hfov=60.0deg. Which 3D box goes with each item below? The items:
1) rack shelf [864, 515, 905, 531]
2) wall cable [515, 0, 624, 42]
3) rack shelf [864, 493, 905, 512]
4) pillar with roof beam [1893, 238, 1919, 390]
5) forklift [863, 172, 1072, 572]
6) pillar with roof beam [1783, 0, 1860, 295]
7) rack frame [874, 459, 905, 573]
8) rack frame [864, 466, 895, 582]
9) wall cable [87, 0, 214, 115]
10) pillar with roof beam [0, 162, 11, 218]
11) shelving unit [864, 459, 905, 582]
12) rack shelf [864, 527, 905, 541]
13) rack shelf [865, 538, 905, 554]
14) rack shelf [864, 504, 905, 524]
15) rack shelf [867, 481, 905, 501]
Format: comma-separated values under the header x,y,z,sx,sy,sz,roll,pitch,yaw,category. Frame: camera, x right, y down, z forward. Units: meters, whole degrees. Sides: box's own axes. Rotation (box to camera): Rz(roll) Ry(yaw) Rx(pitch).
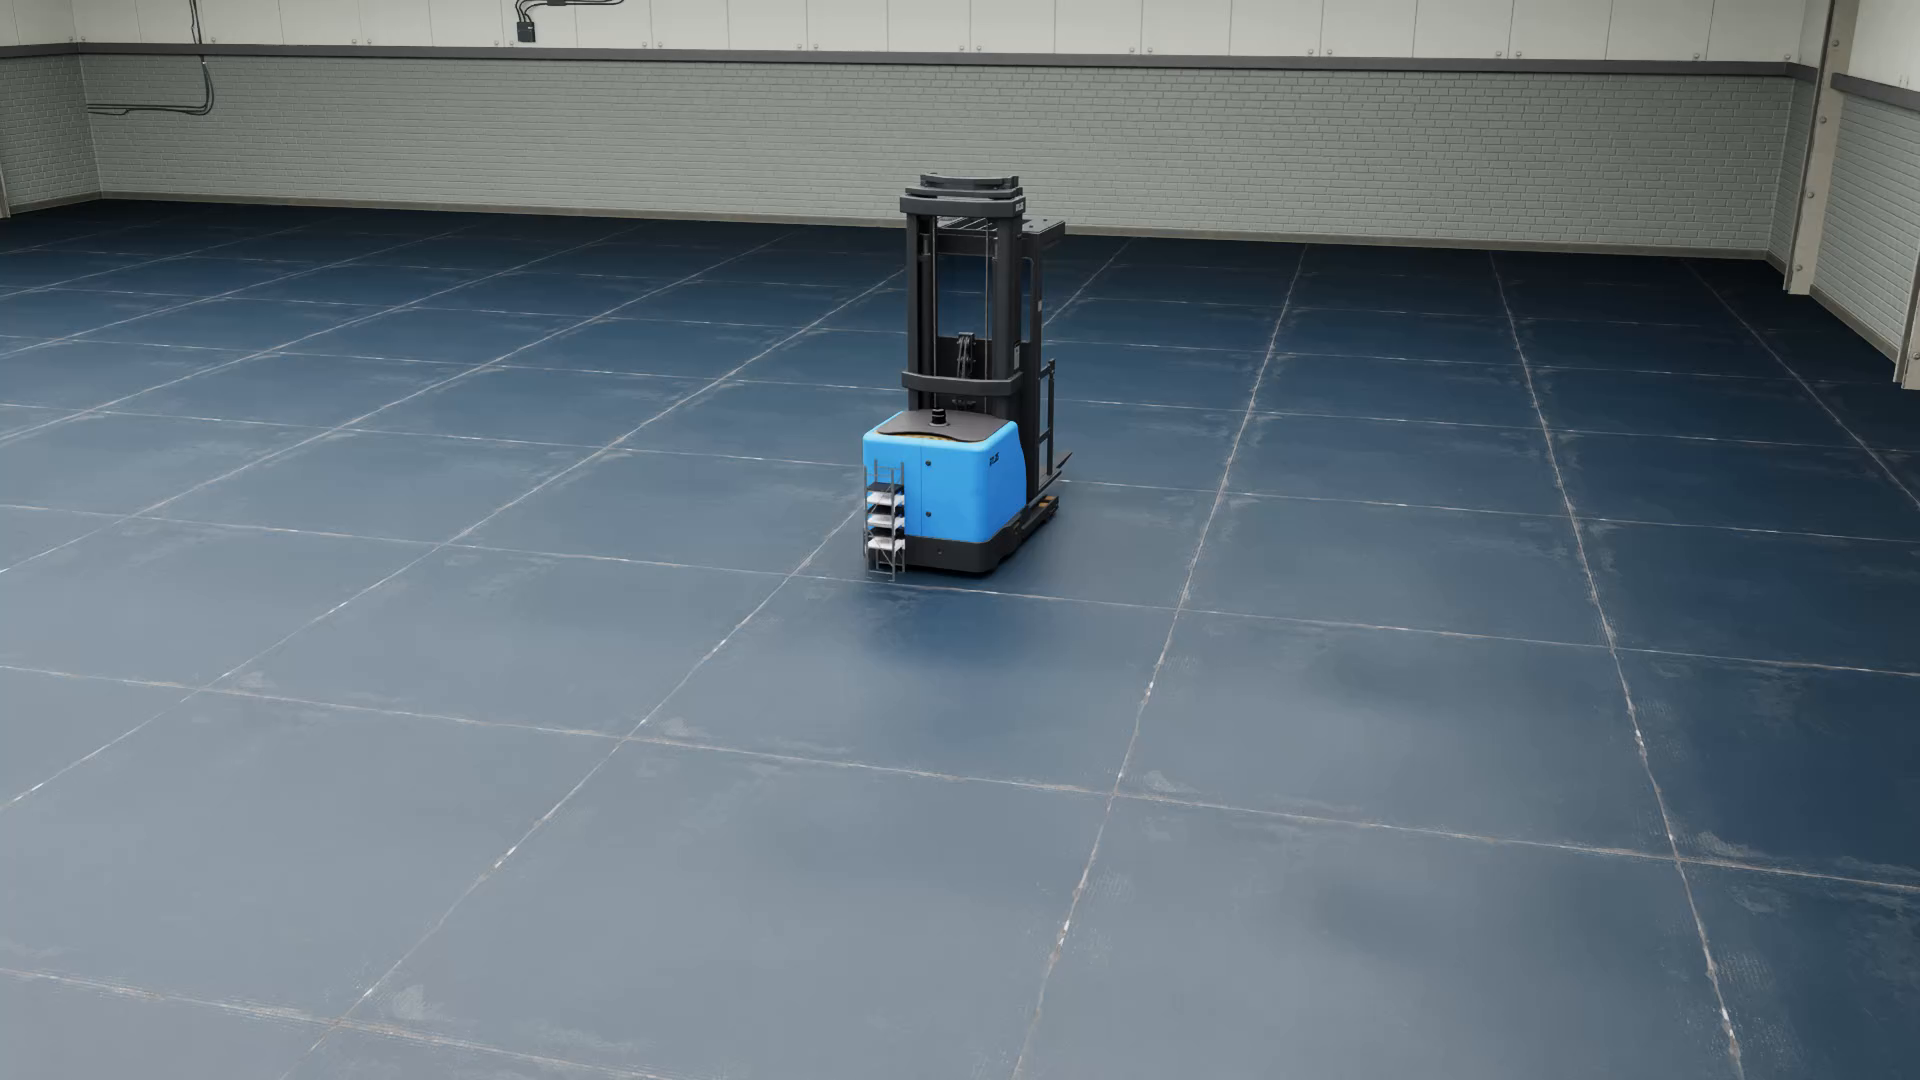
x,y,z,sx,sy,sz,roll,pitch,yaw,category
-0.577,-0.119,12.748,0.258,0.077,0.200,7,20,19,rack shelf
-7.107,-12.046,29.771,2.305,6.003,0.169,5,19,13,wall cable
-0.577,-0.290,12.690,0.258,0.077,0.200,7,20,19,rack shelf
6.594,-6.344,18.339,9.100,9.000,0.400,5,19,13,pillar with roof beam
0.212,-1.578,13.773,1.130,2.935,3.031,7,20,19,forklift
8.060,-8.225,23.845,9.100,9.000,0.400,5,19,13,pillar with roof beam
-0.542,-0.182,12.828,0.240,0.900,0.006,7,20,19,rack frame
-0.611,-0.120,12.646,0.240,0.900,0.006,7,20,19,rack frame
-16.308,-9.722,33.032,3.097,2.526,0.112,5,19,13,wall cable
-14.136,-10.032,29.137,9.100,9.000,0.400,5,19,13,pillar with roof beam
-0.577,-0.151,12.737,0.258,0.900,0.210,7,20,19,shelving unit
-0.577,-0.034,12.777,0.258,0.077,0.200,7,20,19,rack shelf
-0.577,0.051,12.806,0.258,0.077,0.200,7,20,19,rack shelf
-0.577,-0.204,12.719,0.258,0.077,0.200,7,20,19,rack shelf
-0.577,-0.375,12.661,0.258,0.077,0.200,7,20,19,rack shelf
